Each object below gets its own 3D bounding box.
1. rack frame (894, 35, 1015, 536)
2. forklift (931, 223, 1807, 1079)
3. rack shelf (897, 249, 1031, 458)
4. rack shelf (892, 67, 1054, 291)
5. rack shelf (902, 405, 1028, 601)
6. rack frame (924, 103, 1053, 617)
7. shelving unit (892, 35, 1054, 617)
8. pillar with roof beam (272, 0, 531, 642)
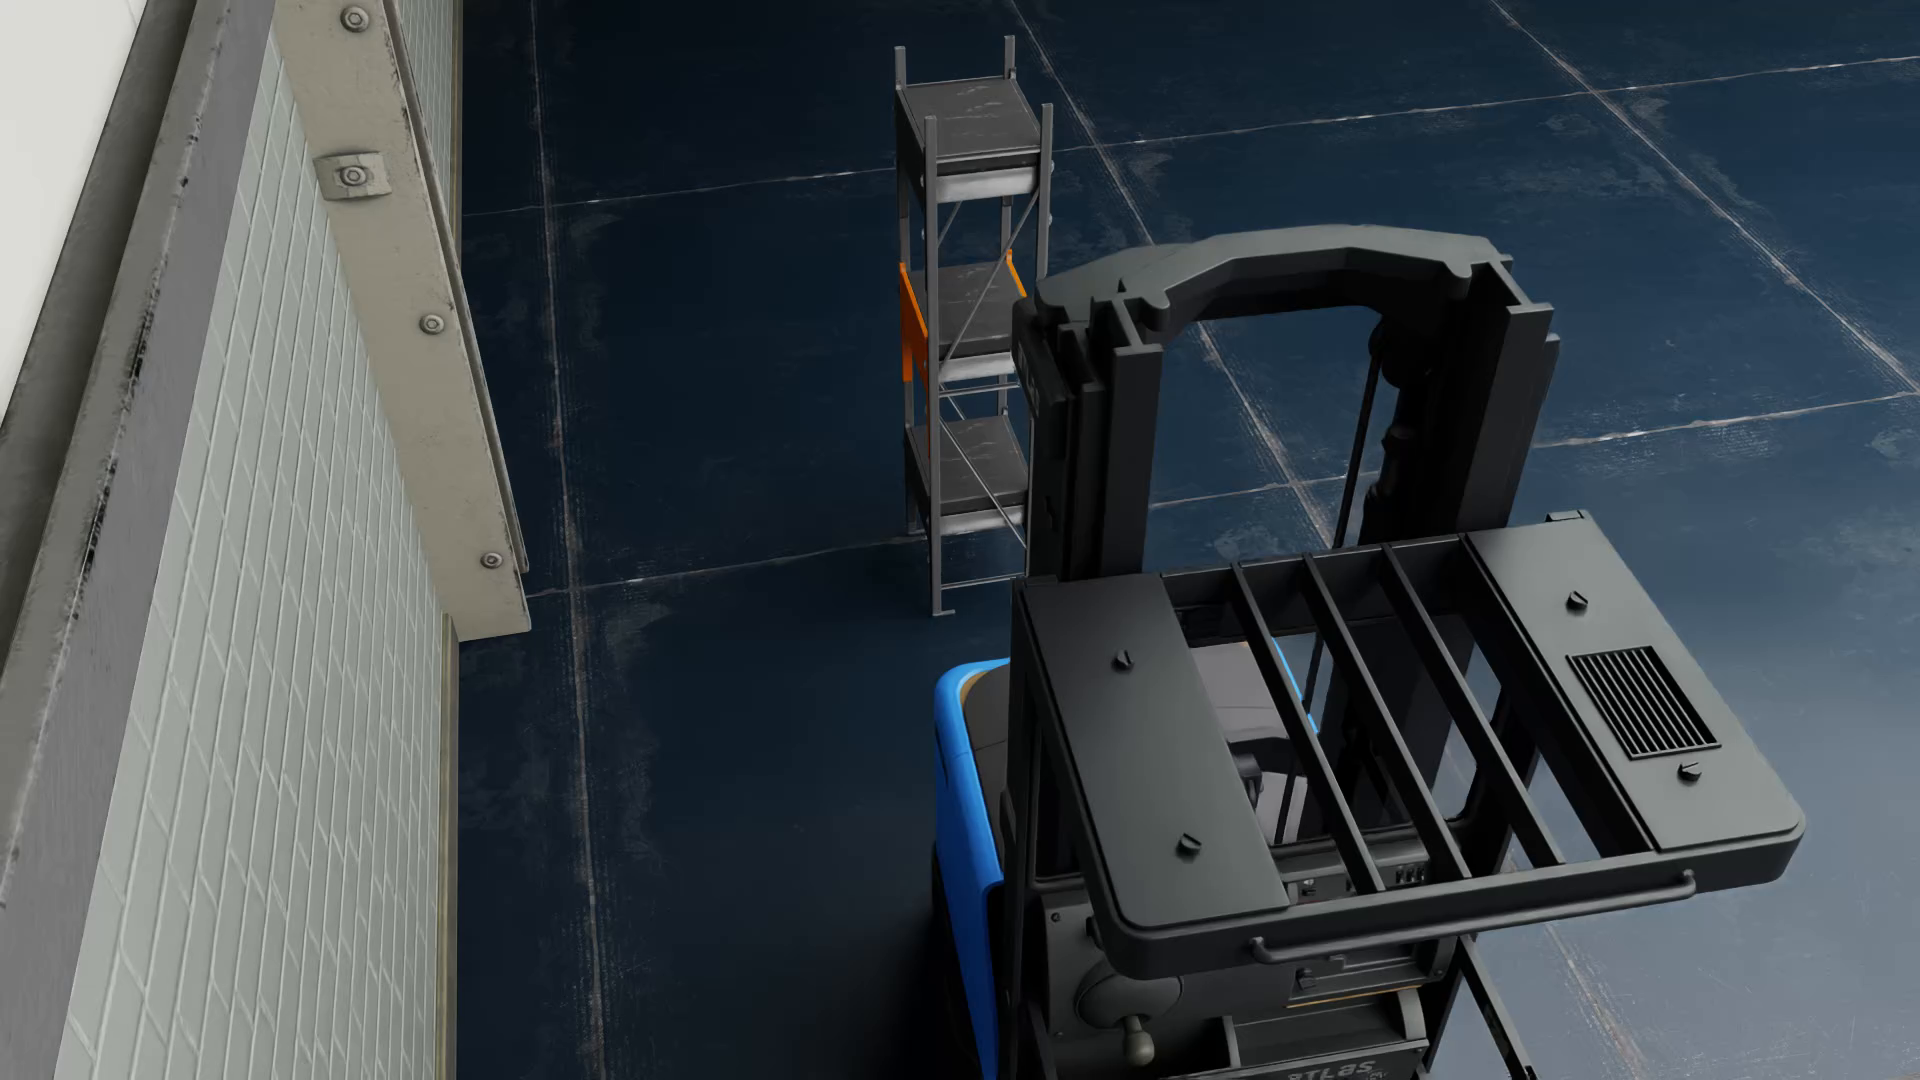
[{"bbox_3d":[-0.017,-0.836,6.110,0.400,2.100,0.015,-8,42,-9],"label":"rack frame"},{"bbox_3d":[0.679,0.973,3.446,1.130,2.935,3.031,-7,42,-8],"label":"forklift"},{"bbox_3d":[0.036,-0.668,5.941,0.431,0.518,0.480,-8,42,-9],"label":"rack shelf"},{"bbox_3d":[0.036,-1.191,5.476,0.431,0.518,0.480,-8,42,-9],"label":"rack shelf"},{"bbox_3d":[0.036,-0.144,6.406,0.431,0.518,0.480,-8,42,-9],"label":"rack shelf"},{"bbox_3d":[0.088,-0.520,5.754,0.400,2.100,0.015,-8,42,-9],"label":"rack frame"},{"bbox_3d":[0.036,-0.678,5.932,0.431,2.100,0.503,-8,42,-9],"label":"shelving unit"},{"bbox_3d":[2.370,-3.742,4.186,9.100,9.000,0.400,-8,42,-9],"label":"pillar with roof beam"}]
